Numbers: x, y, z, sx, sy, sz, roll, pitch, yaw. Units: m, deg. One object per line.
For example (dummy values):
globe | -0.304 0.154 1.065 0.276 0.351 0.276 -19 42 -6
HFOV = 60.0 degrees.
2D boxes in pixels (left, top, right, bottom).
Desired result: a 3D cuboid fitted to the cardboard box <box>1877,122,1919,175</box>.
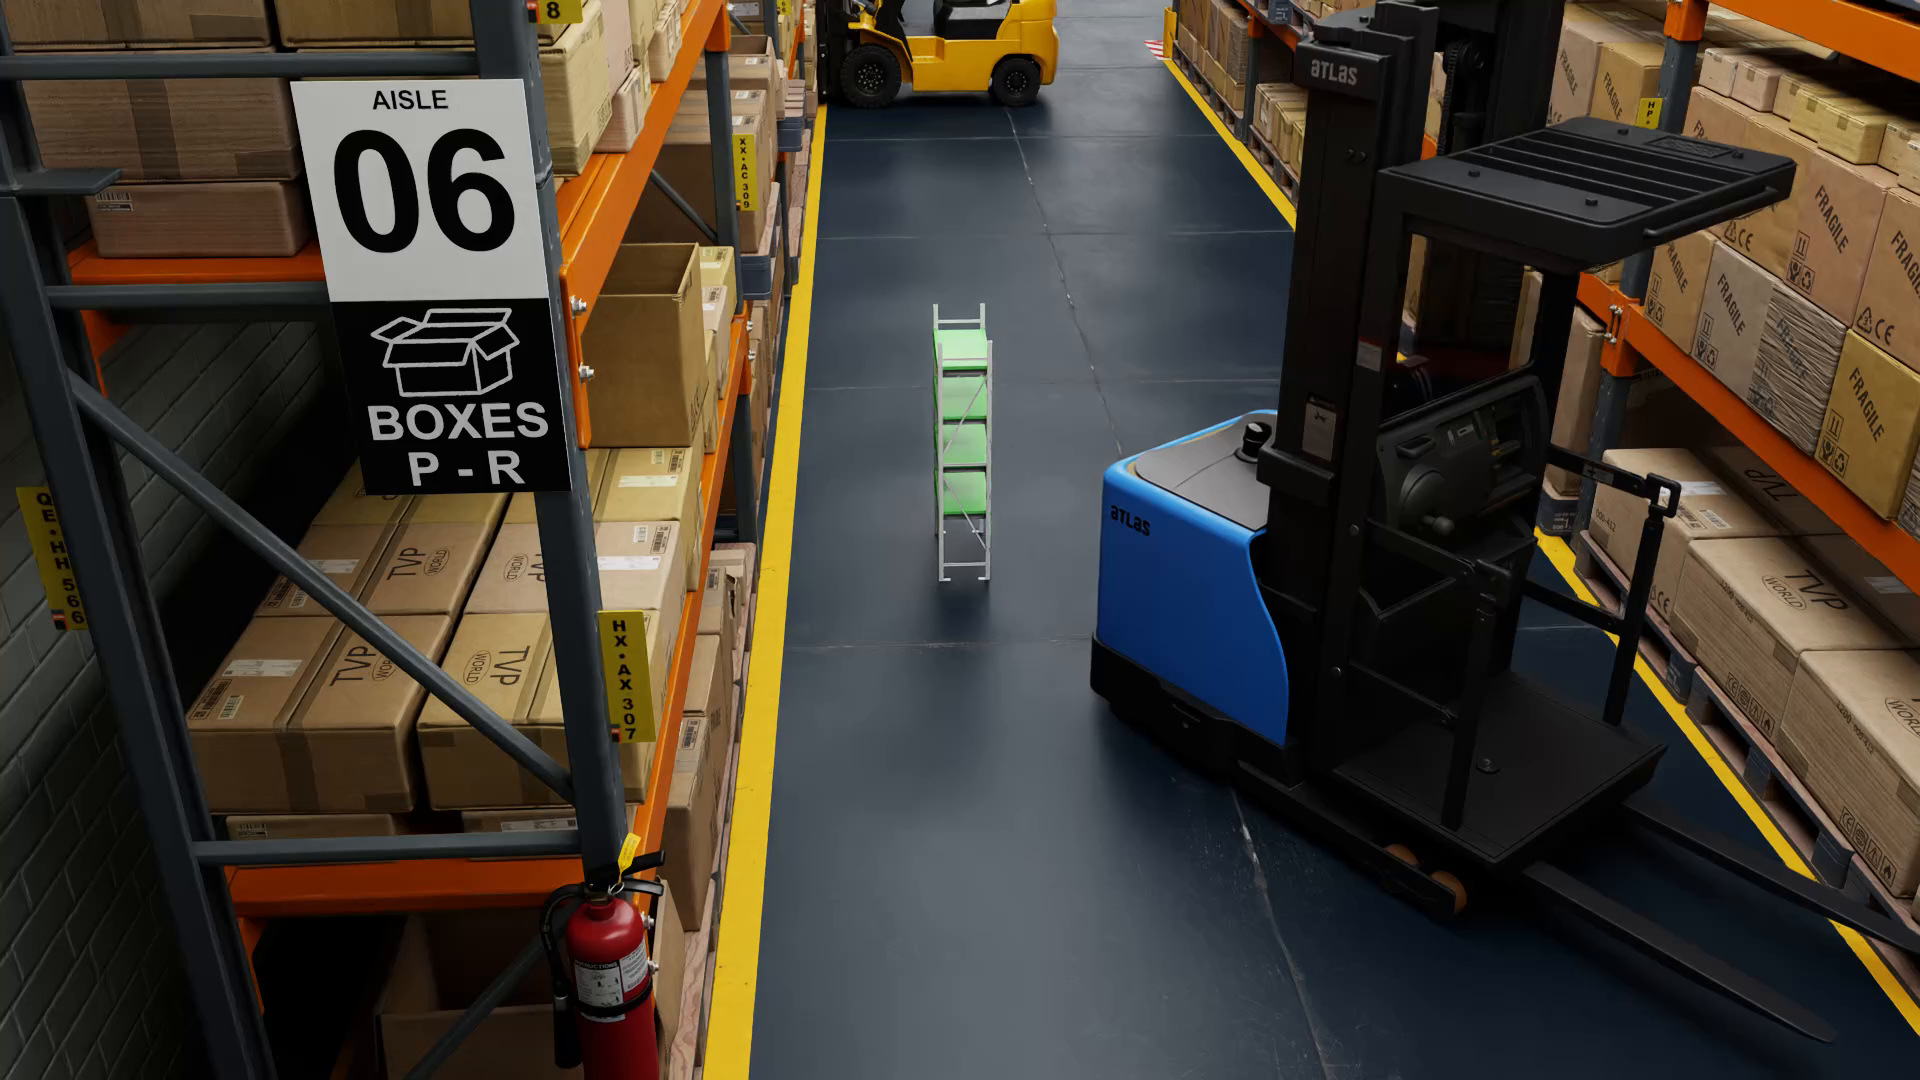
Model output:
cardboard box | 3.375 -1.315 5.637 0.380 0.149 0.250 -1 28 -3

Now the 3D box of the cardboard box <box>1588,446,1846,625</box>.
cardboard box | 3.426 -0.038 7.396 0.875 0.438 0.875 -2 28 -3

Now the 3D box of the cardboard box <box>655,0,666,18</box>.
cardboard box | -1.109 -1.628 4.724 0.500 0.250 0.500 -2 28 -3

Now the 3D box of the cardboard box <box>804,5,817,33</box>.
cardboard box | -1.640 -4.961 15.955 0.500 0.250 0.500 0 28 -1

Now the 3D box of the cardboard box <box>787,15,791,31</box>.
cardboard box | -1.478 -3.845 12.001 0.500 0.250 0.500 -2 28 -4

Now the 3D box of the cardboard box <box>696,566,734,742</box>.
cardboard box | -1.244 0.451 6.391 0.700 0.500 0.500 -2 28 -5

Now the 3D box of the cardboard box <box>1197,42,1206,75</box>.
cardboard box | 2.700 -4.922 16.963 0.500 0.250 0.500 0 28 1

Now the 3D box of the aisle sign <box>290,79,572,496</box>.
aisle sign | -0.950 -0.440 3.039 0.394 0.787 0.004 -1 28 -3

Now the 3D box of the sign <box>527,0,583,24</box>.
sign | -0.705 -1.042 2.816 0.100 0.325 0.005 -1 28 -3

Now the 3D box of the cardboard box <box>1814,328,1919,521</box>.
cardboard box | 3.332 -0.402 5.668 0.500 0.500 0.500 -1 28 -1

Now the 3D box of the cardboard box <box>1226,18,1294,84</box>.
cardboard box | 2.784 -4.541 15.422 0.500 0.500 0.500 -2 28 -3

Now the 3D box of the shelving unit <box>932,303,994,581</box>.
shelving unit | 0.009 -0.456 7.826 0.258 1.200 0.503 -1 28 -3

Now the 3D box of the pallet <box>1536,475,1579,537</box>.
pallet | 3.385 -0.399 8.786 1.003 0.211 1.213 -1 28 -3

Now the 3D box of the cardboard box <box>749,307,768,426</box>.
cardboard box | -1.316 -0.942 9.061 0.500 0.500 0.500 -2 28 -4

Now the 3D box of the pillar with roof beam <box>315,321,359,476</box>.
pillar with roof beam | 1.980 -3.579 5.382 9.100 9.000 0.400 -1 28 -3

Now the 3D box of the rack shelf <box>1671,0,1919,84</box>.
rack shelf | 3.605 -1.368 5.163 1.077 0.370 4.000 -1 28 -3

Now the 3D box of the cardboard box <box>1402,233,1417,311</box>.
cardboard box | 3.245 -2.051 10.782 0.875 0.875 0.875 -2 28 -3

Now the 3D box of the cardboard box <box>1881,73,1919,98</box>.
cardboard box | 3.743 -1.681 6.339 0.380 0.149 0.250 -1 28 -3

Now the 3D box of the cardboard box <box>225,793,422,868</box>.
cardboard box | -1.532 0.653 4.026 0.380 0.149 0.250 -2 28 -3

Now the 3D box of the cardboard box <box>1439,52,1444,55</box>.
cardboard box | 3.109 -3.153 9.862 0.500 0.500 0.500 -1 28 -2

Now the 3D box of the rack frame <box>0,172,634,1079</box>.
rack frame | -1.247 0.688 3.687 1.000 3.000 0.127 -1 28 -3

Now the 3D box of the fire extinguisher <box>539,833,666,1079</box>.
fire extinguisher | -0.778 0.945 3.682 0.296 0.674 0.183 -1 28 -3

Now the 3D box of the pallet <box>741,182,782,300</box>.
pallet | -1.389 -1.445 7.985 1.003 0.211 1.213 -1 28 -3

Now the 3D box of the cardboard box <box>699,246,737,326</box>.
cardboard box | -1.186 -0.995 6.755 0.500 0.250 0.500 -1 28 -1

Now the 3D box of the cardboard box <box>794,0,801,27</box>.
cardboard box | -1.554 -4.328 13.467 0.500 0.250 0.500 -2 28 -3

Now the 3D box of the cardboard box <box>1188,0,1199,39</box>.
cardboard box | 2.674 -5.490 17.241 0.500 0.500 0.500 -2 28 -5

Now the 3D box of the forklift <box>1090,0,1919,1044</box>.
forklift | 1.867 -0.252 5.563 1.130 2.935 3.031 -21 34 -34

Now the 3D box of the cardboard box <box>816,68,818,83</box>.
cardboard box | -1.653 -4.523 16.197 0.500 0.250 0.500 -1 28 -2

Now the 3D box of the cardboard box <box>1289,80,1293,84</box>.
cardboard box | 3.322 -4.221 15.619 0.500 0.250 0.500 -3 28 -5

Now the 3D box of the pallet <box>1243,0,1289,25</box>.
pallet | 2.978 -4.533 13.906 1.003 0.211 1.213 -1 28 -3

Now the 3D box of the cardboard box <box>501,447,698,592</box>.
cardboard box | -1.058 -0.060 4.962 0.500 0.250 0.500 -2 28 -4

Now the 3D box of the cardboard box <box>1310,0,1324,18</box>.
cardboard box | 2.880 -4.062 12.612 0.380 0.149 0.250 -2 28 -4

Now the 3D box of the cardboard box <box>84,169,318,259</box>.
cardboard box | -1.495 -0.672 3.324 0.380 0.149 0.250 -1 28 -1

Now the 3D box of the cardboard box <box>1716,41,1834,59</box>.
cardboard box | 3.765 -1.978 7.610 0.500 0.500 0.500 -1 28 -2

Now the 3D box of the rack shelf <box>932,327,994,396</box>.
rack shelf | 0.009 -0.824 7.634 0.258 0.148 0.480 -1 28 -3

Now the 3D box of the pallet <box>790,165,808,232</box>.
pallet | -1.729 -2.713 13.223 1.003 0.211 1.213 -1 28 -3

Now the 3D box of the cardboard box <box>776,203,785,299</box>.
cardboard box | -1.428 -1.894 10.887 0.500 0.500 0.500 -1 28 -1

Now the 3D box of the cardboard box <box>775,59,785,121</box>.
cardboard box | -1.286 -2.646 9.788 0.500 0.250 0.500 -3 28 -5

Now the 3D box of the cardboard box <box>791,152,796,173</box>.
cardboard box | -1.802 -3.387 13.615 0.875 0.625 0.625 -2 28 -3

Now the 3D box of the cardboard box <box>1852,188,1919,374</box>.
cardboard box | 3.343 -0.839 5.426 0.500 0.500 0.500 -2 28 -3

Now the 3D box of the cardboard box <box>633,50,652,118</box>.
cardboard box | -0.999 -1.161 4.260 0.380 0.149 0.250 -1 28 -3

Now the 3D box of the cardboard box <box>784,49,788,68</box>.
cardboard box | -1.465 -3.383 11.654 0.500 0.250 0.500 -2 28 -4

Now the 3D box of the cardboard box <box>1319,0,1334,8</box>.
cardboard box | 2.925 -4.165 12.108 0.500 0.500 0.500 -3 28 -6

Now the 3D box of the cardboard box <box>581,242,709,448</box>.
cardboard box | -1.080 -0.618 5.221 0.500 0.500 0.500 -1 28 -1

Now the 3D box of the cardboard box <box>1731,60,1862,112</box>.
cardboard box | 3.288 -1.786 6.539 0.380 0.149 0.250 -1 28 -2

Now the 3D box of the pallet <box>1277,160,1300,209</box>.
pallet | 3.192 -2.814 13.418 1.003 0.211 1.213 -1 28 -3

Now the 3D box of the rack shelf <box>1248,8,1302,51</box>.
rack shelf | 3.188 -3.732 12.940 1.077 0.370 4.000 -1 28 -3

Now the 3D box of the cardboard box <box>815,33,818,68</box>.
cardboard box | -1.634 -4.738 16.069 0.500 0.250 0.500 -2 28 -3

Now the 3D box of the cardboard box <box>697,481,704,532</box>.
cardboard box | -1.042 -0.076 5.424 0.380 0.149 0.250 -1 28 -1

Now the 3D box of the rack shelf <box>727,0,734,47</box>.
rack shelf | -1.560 -3.094 8.472 1.077 0.370 4.000 -1 28 -3

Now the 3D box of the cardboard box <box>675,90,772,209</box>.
cardboard box | -1.285 -1.857 8.005 0.700 0.500 0.500 -1 28 -2

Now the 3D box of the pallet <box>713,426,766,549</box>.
pallet | -1.536 -0.297 8.592 1.003 0.211 1.213 -1 28 -3

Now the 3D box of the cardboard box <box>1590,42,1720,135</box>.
cardboard box | 3.227 -1.968 7.591 0.500 0.500 0.500 -1 28 -1

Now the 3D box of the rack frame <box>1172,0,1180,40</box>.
rack frame | 2.874 -6.822 18.087 1.000 3.000 0.127 -1 28 -3
